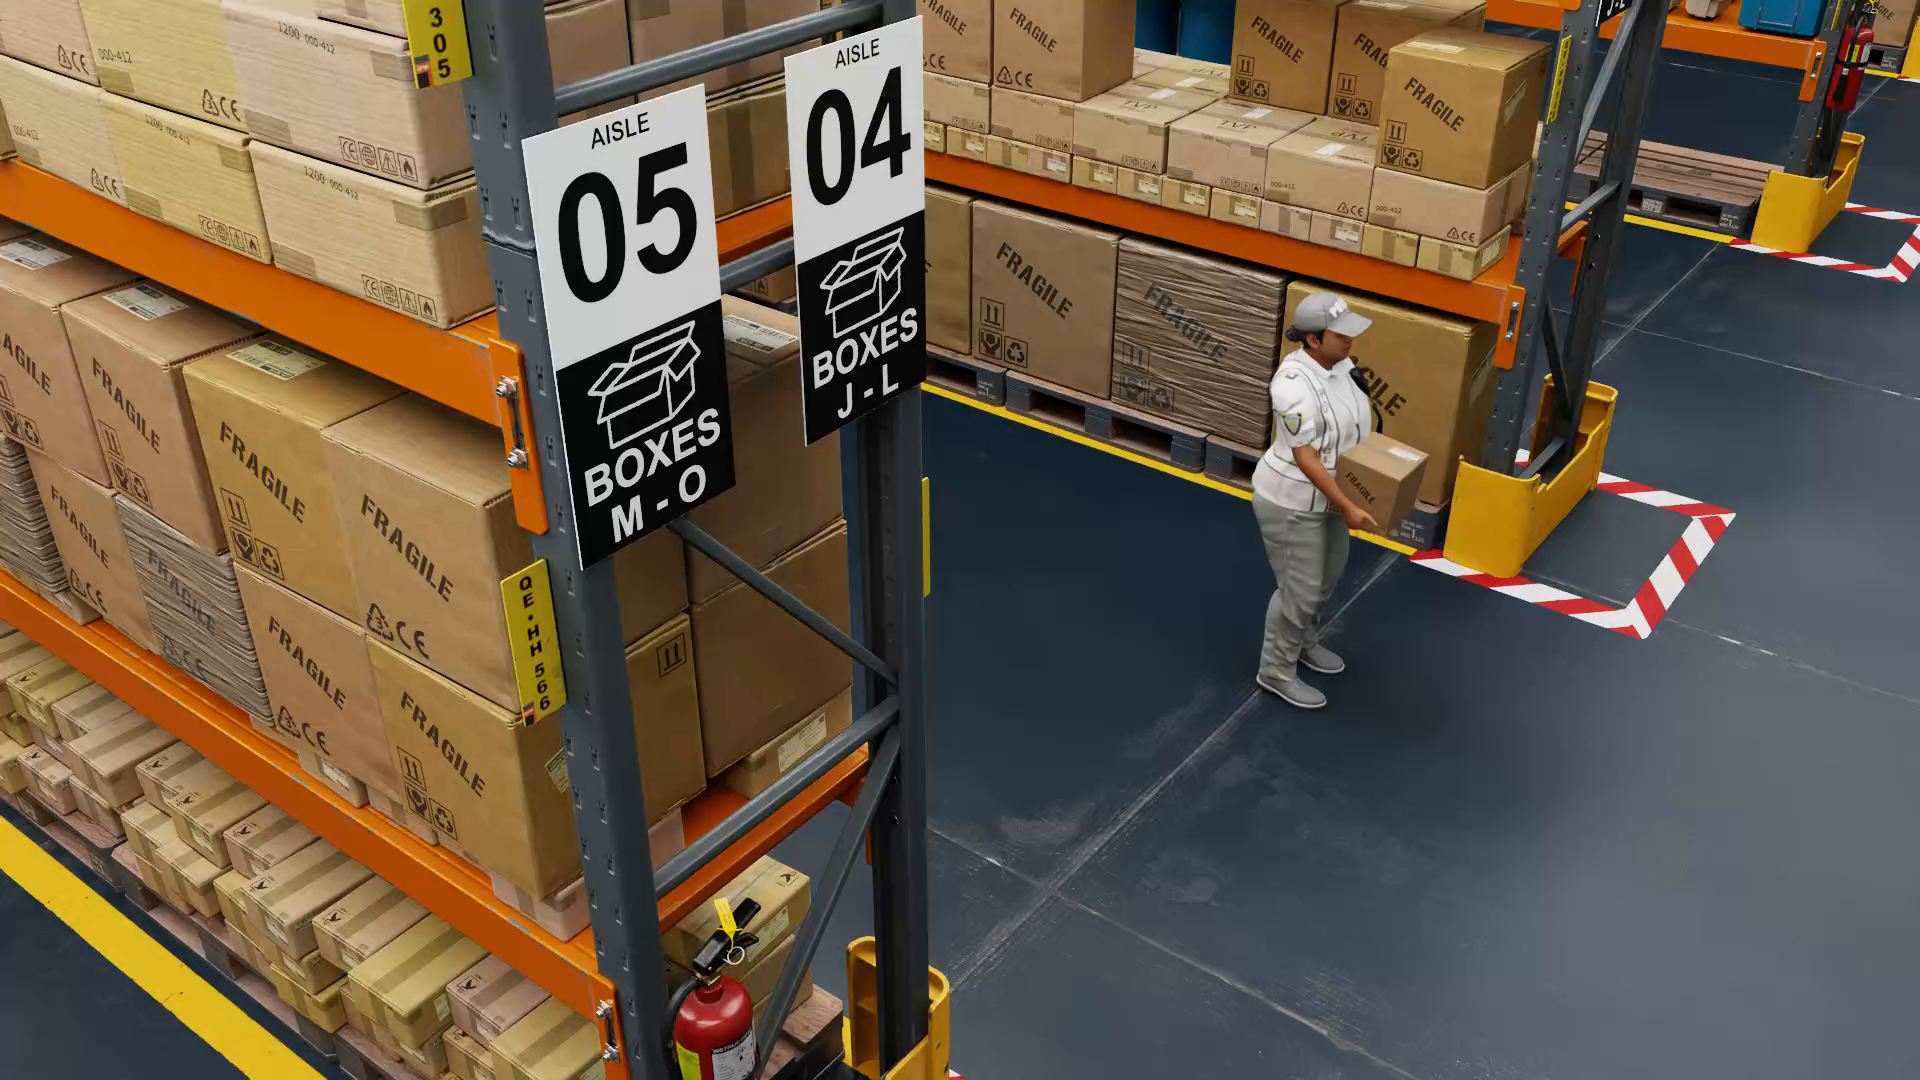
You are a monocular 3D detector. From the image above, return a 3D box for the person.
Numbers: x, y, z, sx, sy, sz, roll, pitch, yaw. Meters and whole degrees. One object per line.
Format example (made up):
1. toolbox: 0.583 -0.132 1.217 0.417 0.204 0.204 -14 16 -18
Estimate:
1. person: 1.404 -0.142 6.375 0.543 1.660 0.453 22 37 32
